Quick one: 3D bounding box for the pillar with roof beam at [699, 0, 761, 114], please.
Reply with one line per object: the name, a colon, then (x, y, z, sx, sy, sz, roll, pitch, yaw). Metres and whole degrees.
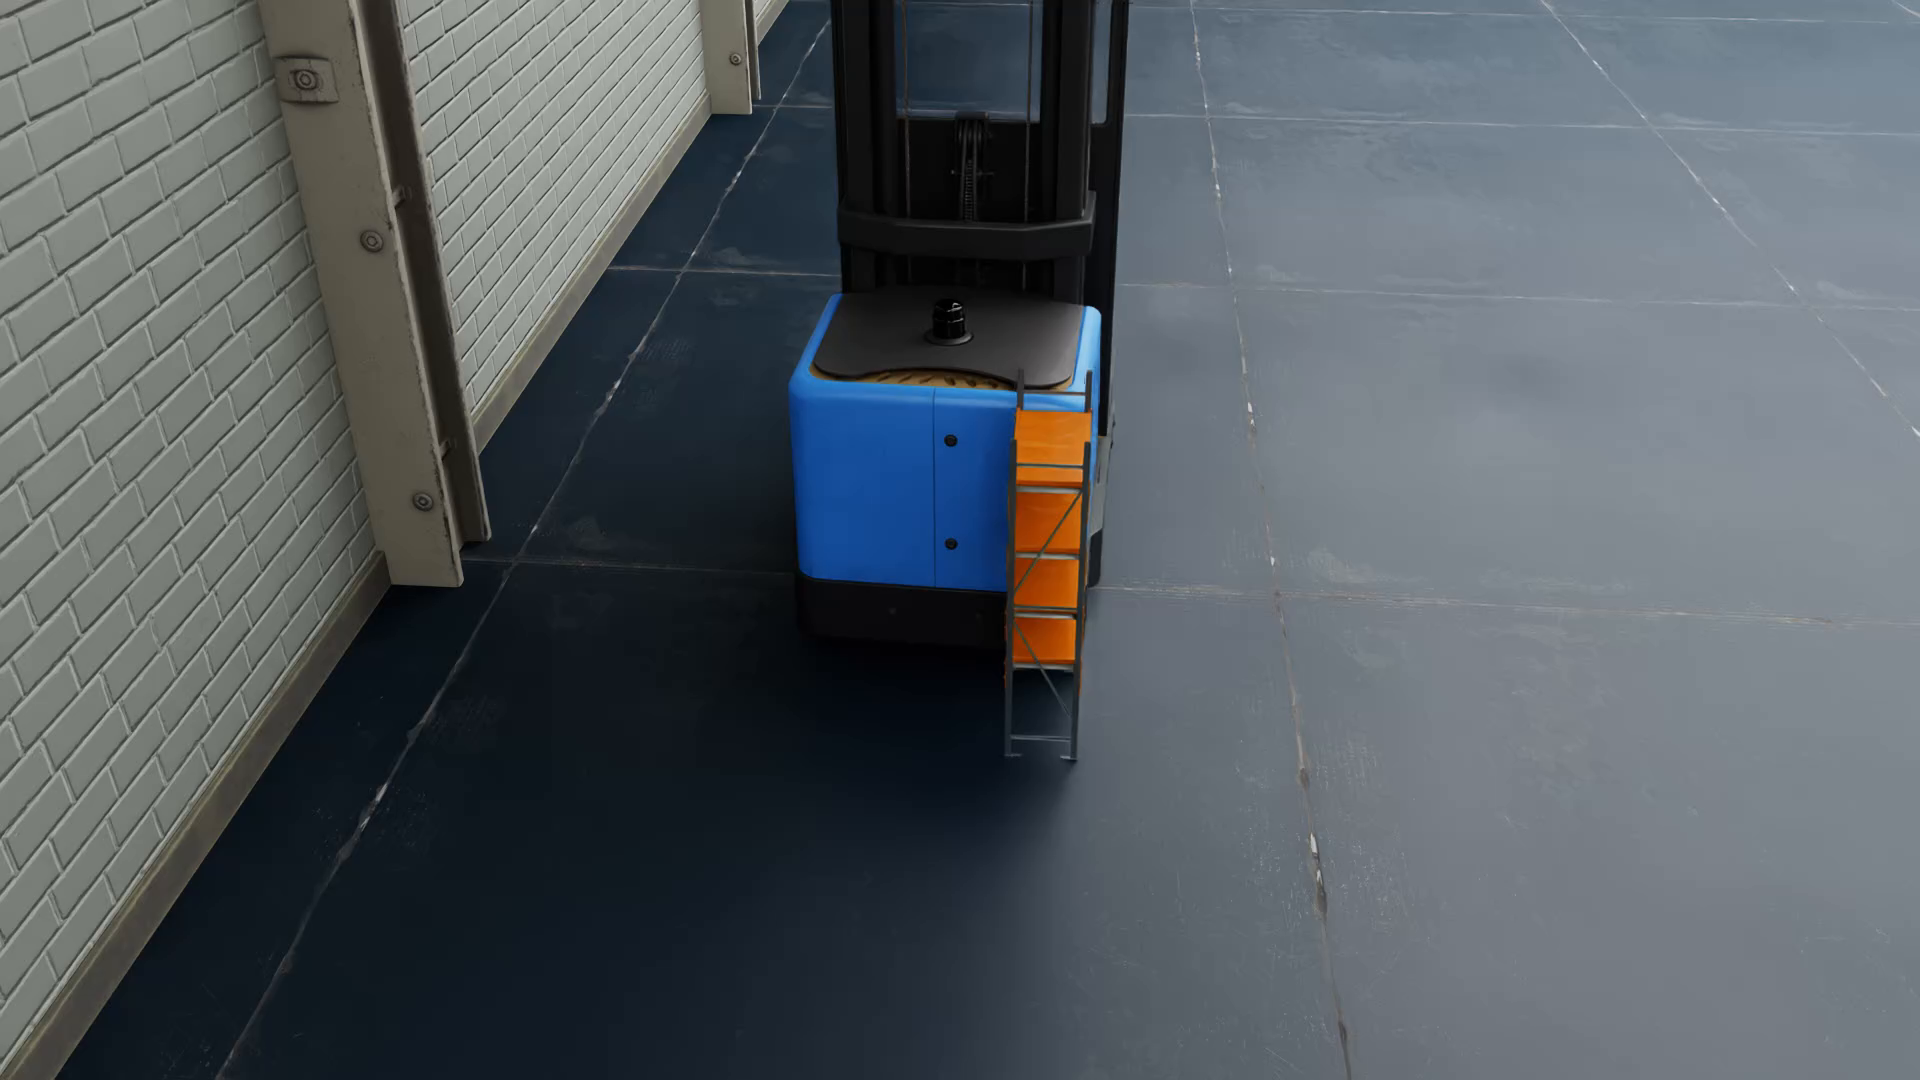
pillar with roof beam: (2.699, -6.712, 9.064, 9.100, 9.000, 0.400, 2, 32, 4)

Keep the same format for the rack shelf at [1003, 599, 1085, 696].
rack shelf: (0.288, 0.317, 5.599, 0.258, 0.148, 0.480, 2, 32, 4)

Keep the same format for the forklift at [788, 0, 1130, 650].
forklift: (0.104, -1.596, 6.547, 1.130, 2.935, 3.031, 4, 32, 6)

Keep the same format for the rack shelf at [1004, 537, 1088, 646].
rack shelf: (0.288, 0.148, 5.495, 0.258, 0.148, 0.480, 2, 32, 4)

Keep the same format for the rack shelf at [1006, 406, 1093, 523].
rack shelf: (0.288, -0.244, 5.254, 0.258, 0.148, 0.480, 2, 32, 4)

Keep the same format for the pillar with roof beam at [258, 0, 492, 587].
pillar with roof beam: (2.211, -3.575, 3.973, 9.100, 9.000, 0.400, 2, 32, 4)

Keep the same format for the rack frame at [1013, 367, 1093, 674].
rack frame: (0.306, -0.037, 5.667, 0.240, 1.200, 0.015, 2, 32, 4)

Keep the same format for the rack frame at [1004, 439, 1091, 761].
rack frame: (0.269, 0.218, 5.253, 0.240, 1.200, 0.015, 2, 32, 4)

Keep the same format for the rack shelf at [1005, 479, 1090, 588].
rack shelf: (0.288, -0.043, 5.378, 0.258, 0.148, 0.480, 2, 32, 4)

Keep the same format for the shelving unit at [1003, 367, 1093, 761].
shelving unit: (0.288, 0.090, 5.460, 0.258, 1.200, 0.503, 2, 32, 4)
